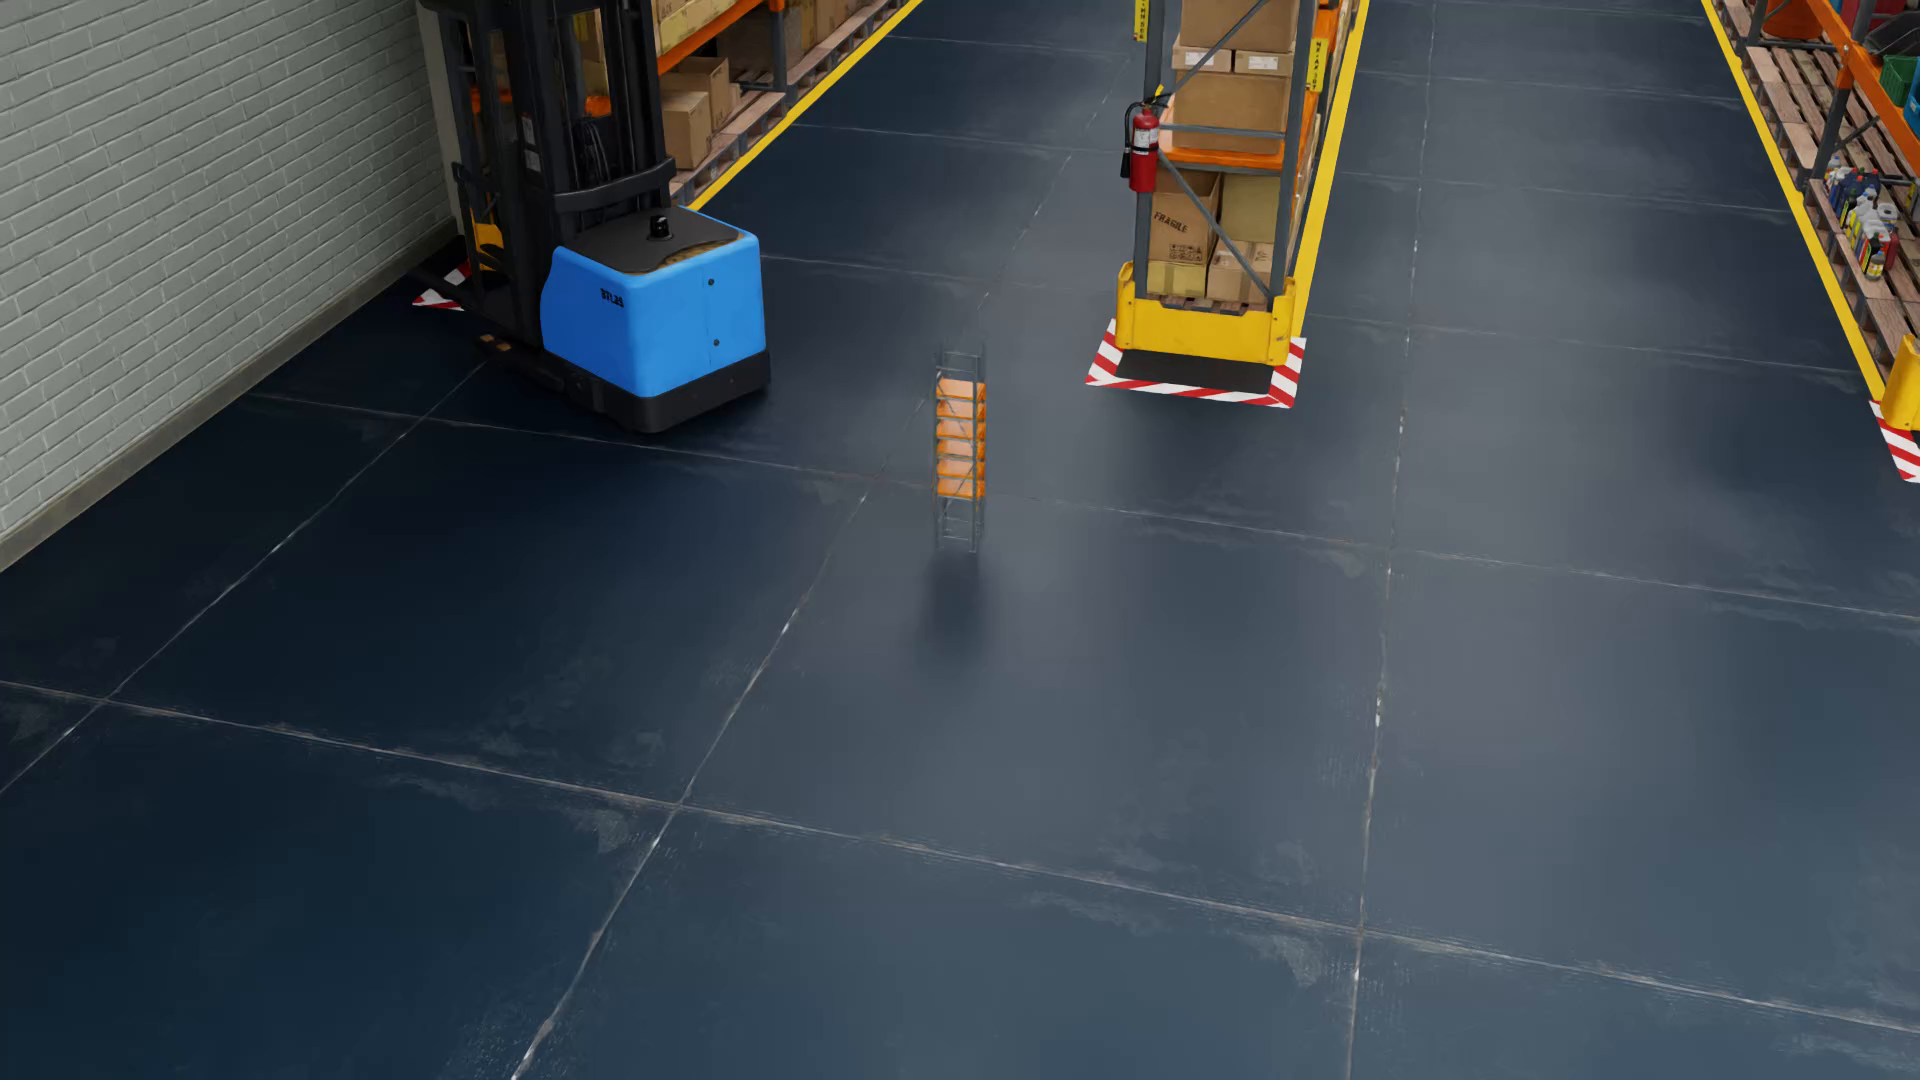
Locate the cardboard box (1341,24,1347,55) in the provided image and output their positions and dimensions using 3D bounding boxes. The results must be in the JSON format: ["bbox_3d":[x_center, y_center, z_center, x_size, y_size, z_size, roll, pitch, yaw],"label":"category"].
[{"bbox_3d":[3.539,-4.941,16.468,0.500,0.250,0.500,9,33,13],"label":"cardboard box"}]

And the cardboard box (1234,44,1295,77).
[{"bbox_3d":[1.972,-3.098,10.699,0.380,0.149,0.250,8,33,12],"label":"cardboard box"}]

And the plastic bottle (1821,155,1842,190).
[{"bbox_3d":[6.965,-2.936,13.275,0.097,0.271,0.097,0,32,0],"label":"plastic bottle"}]

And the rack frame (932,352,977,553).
[{"bbox_3d":[-0.027,-0.451,8.911,0.240,1.200,0.006,8,33,12],"label":"rack frame"}]

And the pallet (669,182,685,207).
[{"bbox_3d":[-2.869,-2.560,13.149,1.003,0.211,1.213,8,33,12],"label":"pallet"}]

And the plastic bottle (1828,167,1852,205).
[{"bbox_3d":[6.909,-2.766,13.004,0.152,0.276,0.135,9,34,14],"label":"plastic bottle"}]

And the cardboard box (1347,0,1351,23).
[{"bbox_3d":[3.674,-5.437,16.725,0.500,0.311,0.500,8,33,12],"label":"cardboard box"}]

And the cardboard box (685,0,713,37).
[{"bbox_3d":[-2.314,-4.232,13.302,0.500,0.250,0.500,8,33,13],"label":"cardboard box"}]

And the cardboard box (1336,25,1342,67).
[{"bbox_3d":[3.287,-4.645,15.480,0.500,0.311,0.500,7,33,11],"label":"cardboard box"}]

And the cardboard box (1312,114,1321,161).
[{"bbox_3d":[2.773,-3.430,14.090,0.500,0.250,0.500,8,33,12],"label":"cardboard box"}]

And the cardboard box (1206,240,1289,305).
[{"bbox_3d":[2.015,-1.872,11.641,0.500,0.250,0.500,8,33,12],"label":"cardboard box"}]

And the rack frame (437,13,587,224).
[{"bbox_3d":[-3.128,-3.280,11.684,1.000,3.000,0.127,8,33,12],"label":"rack frame"}]

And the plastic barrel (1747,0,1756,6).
[{"bbox_3d":[8.879,-6.084,17.951,0.600,0.588,0.708,8,33,12],"label":"plastic barrel"}]

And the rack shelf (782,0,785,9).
[{"bbox_3d":[-1.606,-6.090,16.774,1.077,0.370,4.000,8,33,12],"label":"rack shelf"}]

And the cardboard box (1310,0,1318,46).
[{"bbox_3d":[2.445,-4.220,13.068,0.700,0.500,0.500,8,33,12],"label":"cardboard box"}]

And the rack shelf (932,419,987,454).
[{"bbox_3d":[-0.004,-0.563,8.946,0.258,0.103,0.180,8,33,12],"label":"rack shelf"}]

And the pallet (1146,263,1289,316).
[{"bbox_3d":[1.818,-1.833,12.007,1.003,0.211,1.213,8,33,12],"label":"pallet"}]

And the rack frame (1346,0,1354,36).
[{"bbox_3d":[3.694,-6.759,17.156,1.000,3.000,0.127,8,33,12],"label":"rack frame"}]

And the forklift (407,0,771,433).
[{"bbox_3d":[-2.650,-2.568,10.628,3.031,2.935,1.130,27,41,35],"label":"forklift"}]

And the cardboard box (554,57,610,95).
[{"bbox_3d":[-2.697,-3.435,12.049,0.500,0.250,0.500,7,33,11],"label":"cardboard box"}]

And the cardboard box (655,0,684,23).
[{"bbox_3d":[-2.444,-4.271,12.664,0.500,0.500,0.500,7,33,11],"label":"cardboard box"}]

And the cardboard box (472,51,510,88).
[{"bbox_3d":[-3.197,-3.494,12.141,0.500,0.250,0.500,8,33,13],"label":"cardboard box"}]

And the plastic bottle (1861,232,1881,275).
[{"bbox_3d":[6.509,-2.046,11.865,0.061,0.283,0.133,9,33,14],"label":"plastic bottle"}]

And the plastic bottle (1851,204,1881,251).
[{"bbox_3d":[6.660,-2.297,12.197,0.144,0.351,0.185,9,34,14],"label":"plastic bottle"}]

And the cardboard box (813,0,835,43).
[{"bbox_3d":[-1.691,-5.405,16.946,0.700,0.500,0.500,8,33,13],"label":"cardboard box"}]

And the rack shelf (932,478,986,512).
[{"bbox_3d":[-0.004,-0.259,9.139,0.258,0.103,0.180,8,33,12],"label":"rack shelf"}]

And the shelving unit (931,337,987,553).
[{"bbox_3d":[-0.004,-0.499,8.986,0.258,1.200,0.189,8,33,12],"label":"shelving unit"}]

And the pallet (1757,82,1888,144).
[{"bbox_3d":[7.939,-3.878,15.223,1.003,0.211,1.213,8,33,12],"label":"pallet"}]

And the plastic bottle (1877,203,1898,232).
[{"bbox_3d":[6.857,-2.355,12.357,0.152,0.276,0.135,8,33,12],"label":"plastic bottle"}]

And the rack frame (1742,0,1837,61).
[{"bbox_3d":[8.485,-6.083,16.092,1.000,3.000,0.127,8,33,12],"label":"rack frame"}]

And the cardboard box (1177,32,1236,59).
[{"bbox_3d":[1.642,-3.284,10.991,0.380,0.149,0.250,9,34,14],"label":"cardboard box"}]

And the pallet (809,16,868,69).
[{"bbox_3d":[-1.609,-5.218,17.332,1.003,0.211,1.213,8,33,12],"label":"pallet"}]

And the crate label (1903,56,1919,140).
[{"bbox_3d":[6.660,-2.938,11.113,0.502,0.435,0.616,8,33,12],"label":"crate label"}]

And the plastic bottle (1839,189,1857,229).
[{"bbox_3d":[6.733,-2.506,12.588,0.061,0.283,0.133,9,34,15],"label":"plastic bottle"}]

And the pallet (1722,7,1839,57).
[{"bbox_3d":[8.644,-5.321,17.493,1.003,0.211,1.213,8,33,12],"label":"pallet"}]

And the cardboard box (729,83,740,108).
[{"bbox_3d":[-2.220,-4.064,15.148,0.380,0.166,0.250,4,33,6],"label":"cardboard box"}]

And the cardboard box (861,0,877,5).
[{"bbox_3d":[-1.230,-6.182,18.167,0.700,0.500,0.500,8,33,13],"label":"cardboard box"}]

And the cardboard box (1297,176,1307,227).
[{"bbox_3d":[2.398,-2.651,12.865,0.500,0.250,0.500,8,33,12],"label":"cardboard box"}]

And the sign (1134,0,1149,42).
[{"bbox_3d":[1.143,-3.277,10.379,0.100,0.325,0.005,8,33,12],"label":"sign"}]

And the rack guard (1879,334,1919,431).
[{"bbox_3d":[6.428,-0.922,10.305,1.175,0.500,0.348,8,33,12],"label":"rack guard"}]

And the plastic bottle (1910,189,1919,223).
[{"bbox_3d":[7.387,-2.577,12.707,0.152,0.276,0.135,8,33,12],"label":"plastic bottle"}]

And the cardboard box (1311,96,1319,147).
[{"bbox_3d":[2.635,-3.488,13.484,0.500,0.500,0.500,8,33,12],"label":"cardboard box"}]

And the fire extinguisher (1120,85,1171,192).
[{"bbox_3d":[1.185,-2.577,10.649,0.296,0.674,0.183,8,33,12],"label":"fire extinguisher"}]

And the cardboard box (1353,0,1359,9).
[{"bbox_3d":[4.086,-6.087,18.019,0.500,0.500,0.500,9,34,14],"label":"cardboard box"}]

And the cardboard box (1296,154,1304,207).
[{"bbox_3d":[2.255,-2.710,12.259,0.500,0.500,0.500,8,33,12],"label":"cardboard box"}]

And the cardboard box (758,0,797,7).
[{"bbox_3d":[-1.834,-5.416,16.265,0.500,0.250,0.500,7,33,11],"label":"cardboard box"}]

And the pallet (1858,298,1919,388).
[{"bbox_3d":[6.640,-1.221,11.044,1.003,0.211,1.213,8,33,12],"label":"pallet"}]

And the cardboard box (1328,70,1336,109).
[{"bbox_3d":[3.152,-4.141,15.209,0.500,0.250,0.500,9,33,14],"label":"cardboard box"}]

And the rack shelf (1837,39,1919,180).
[{"bbox_3d":[6.962,-2.666,11.387,1.077,0.370,4.000,8,33,12],"label":"rack shelf"}]

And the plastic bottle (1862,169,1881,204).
[{"bbox_3d":[7.003,-2.693,12.819,0.144,0.351,0.185,8,33,12],"label":"plastic bottle"}]
